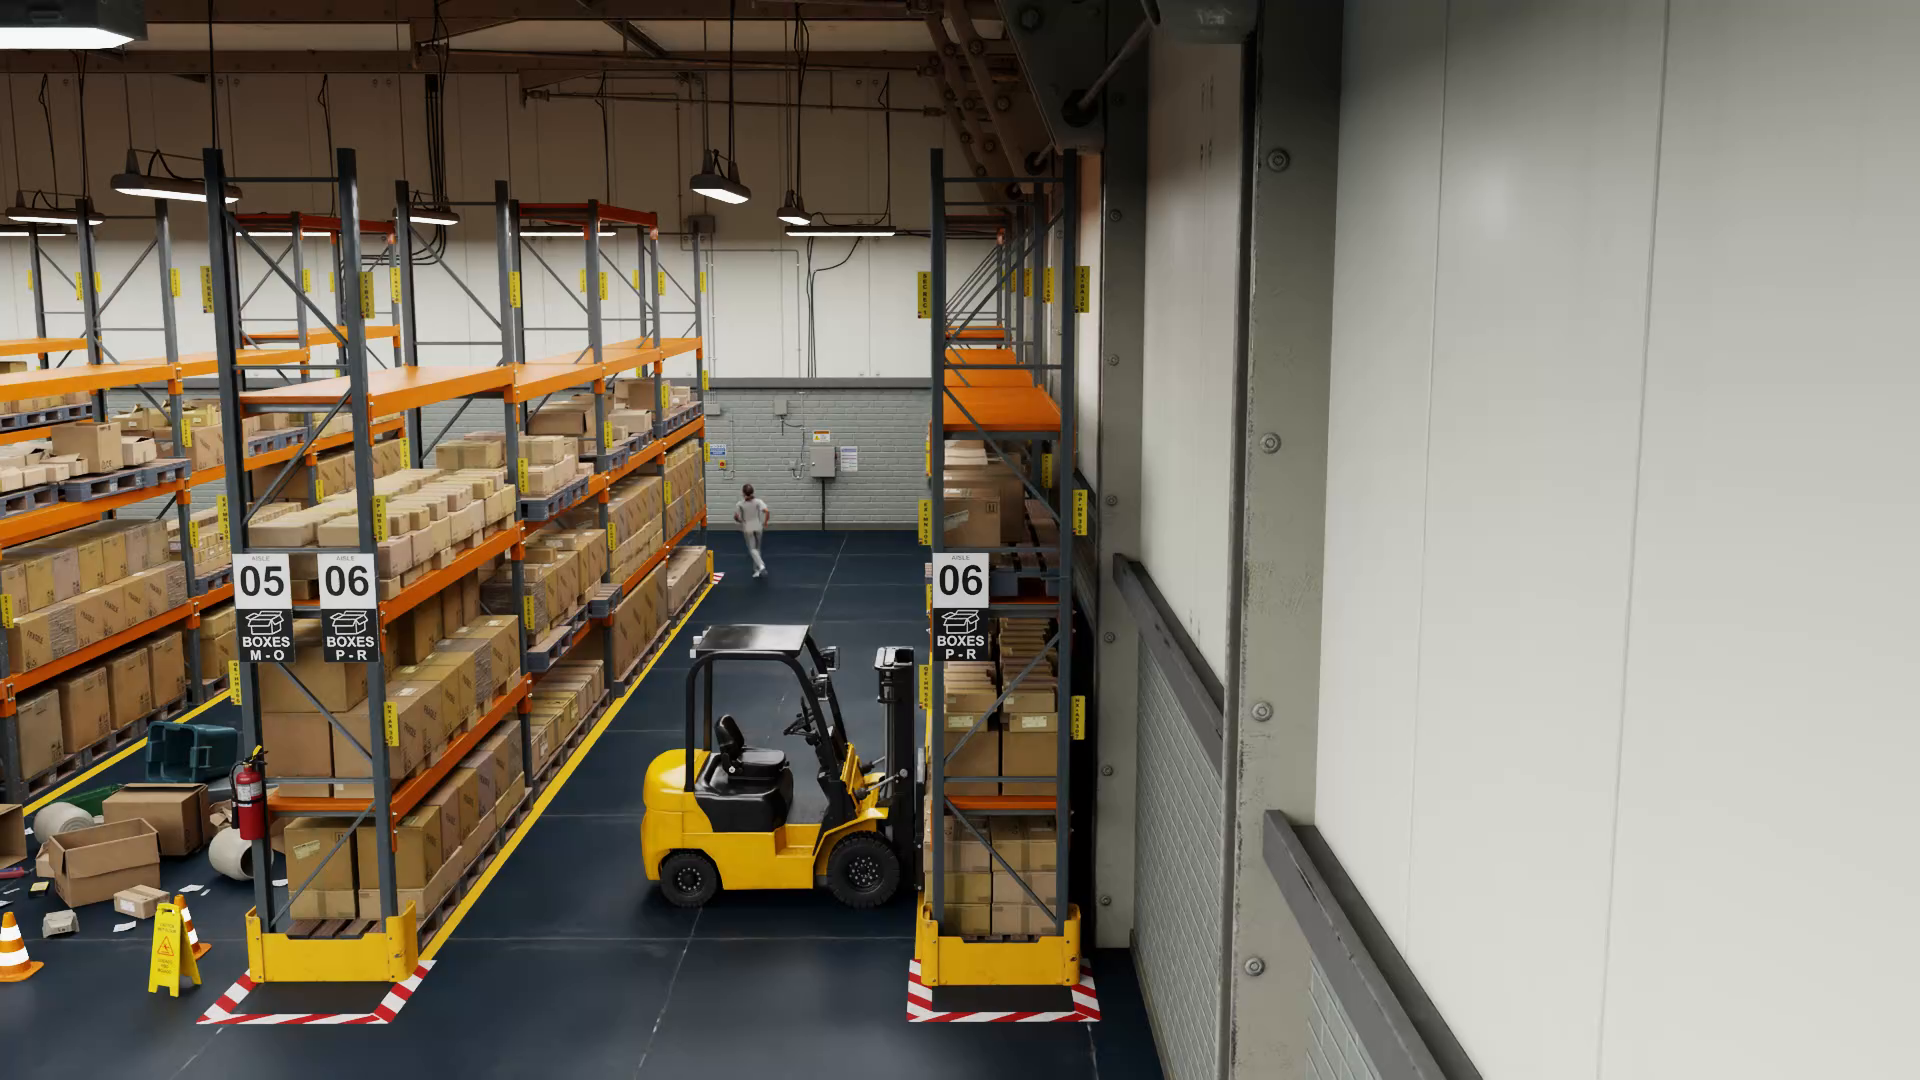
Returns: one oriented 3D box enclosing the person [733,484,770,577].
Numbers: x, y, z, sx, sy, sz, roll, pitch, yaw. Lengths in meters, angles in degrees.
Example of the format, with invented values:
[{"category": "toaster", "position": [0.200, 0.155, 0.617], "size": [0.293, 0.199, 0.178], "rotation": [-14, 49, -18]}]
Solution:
[{"category": "person", "position": [-3.528, -0.128, 28.132], "size": [0.592, 1.662, 0.784], "rotation": [-3, 10, -20]}]
